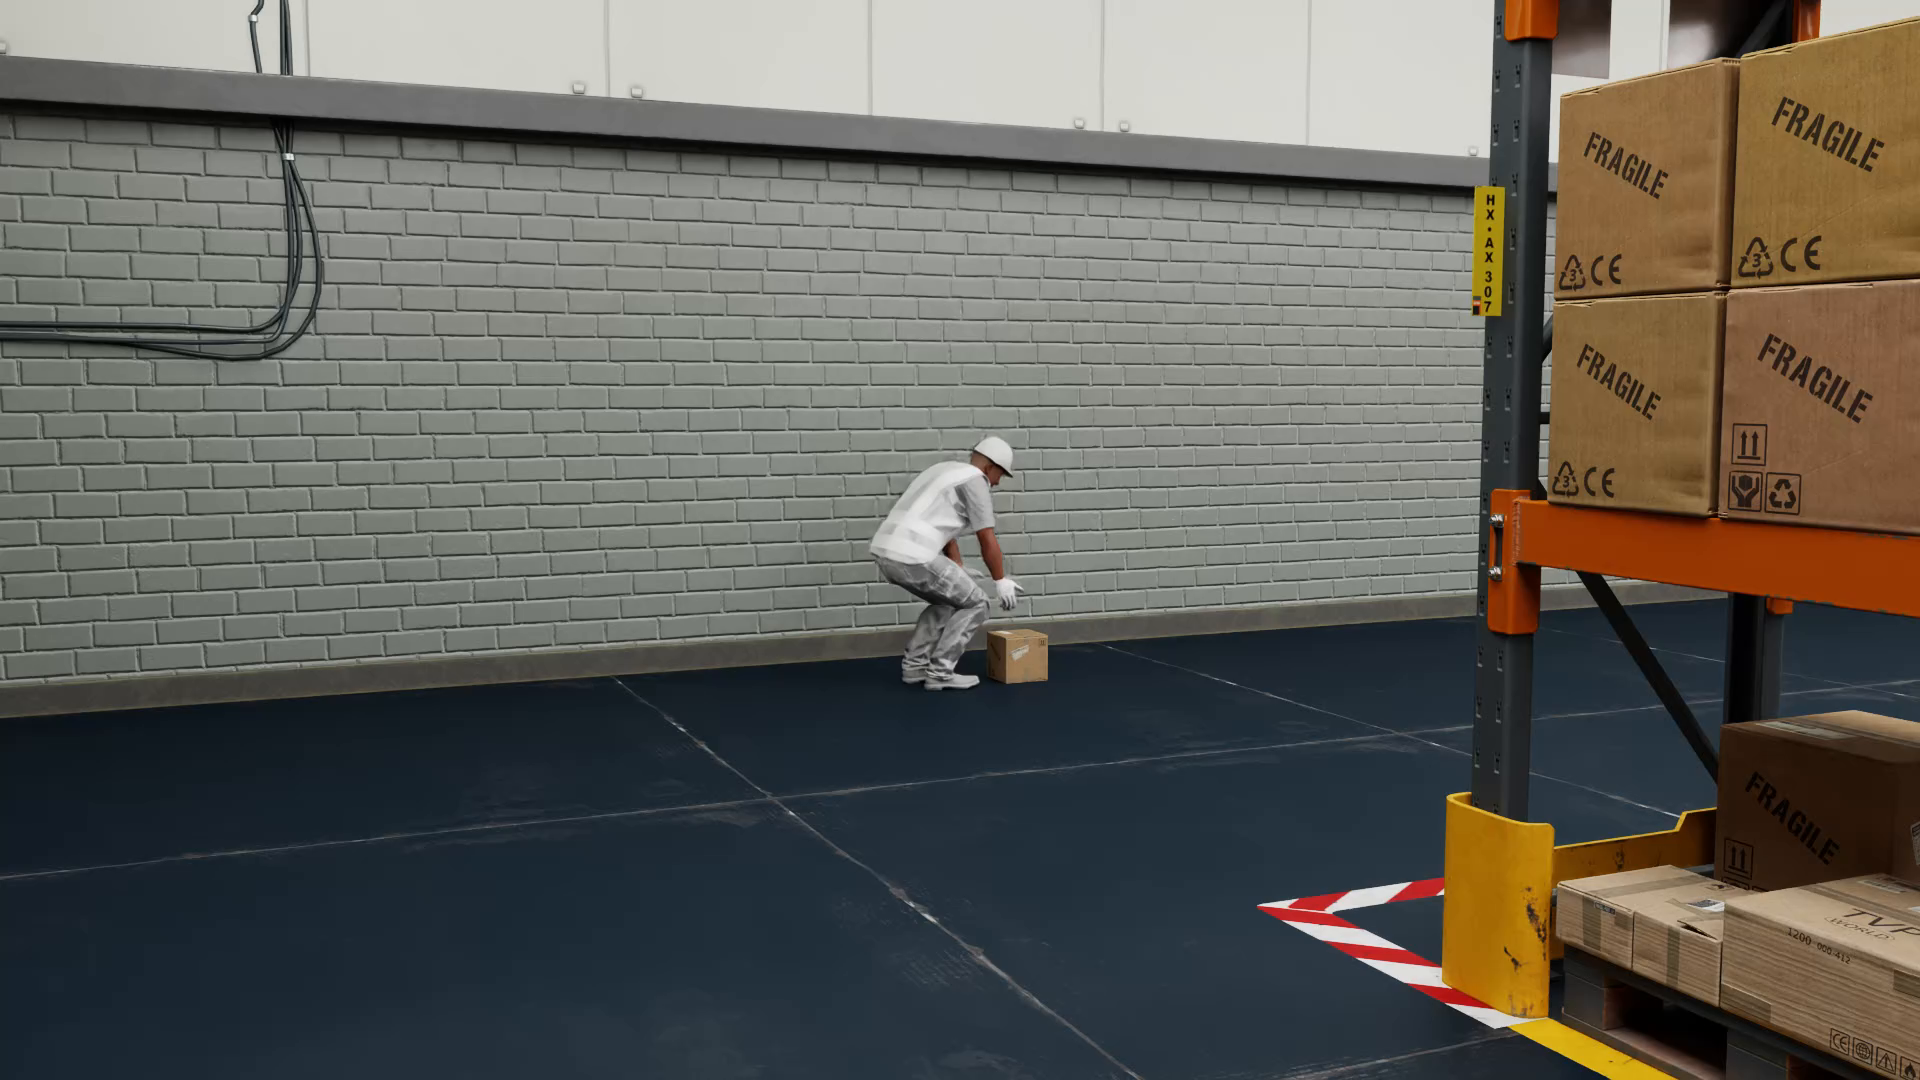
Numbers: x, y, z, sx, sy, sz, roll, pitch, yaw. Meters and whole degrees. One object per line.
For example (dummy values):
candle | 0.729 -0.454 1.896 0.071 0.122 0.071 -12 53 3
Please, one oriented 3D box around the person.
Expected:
person | -0.087 0.114 8.889 0.816 1.319 0.611 -2 6 -24
